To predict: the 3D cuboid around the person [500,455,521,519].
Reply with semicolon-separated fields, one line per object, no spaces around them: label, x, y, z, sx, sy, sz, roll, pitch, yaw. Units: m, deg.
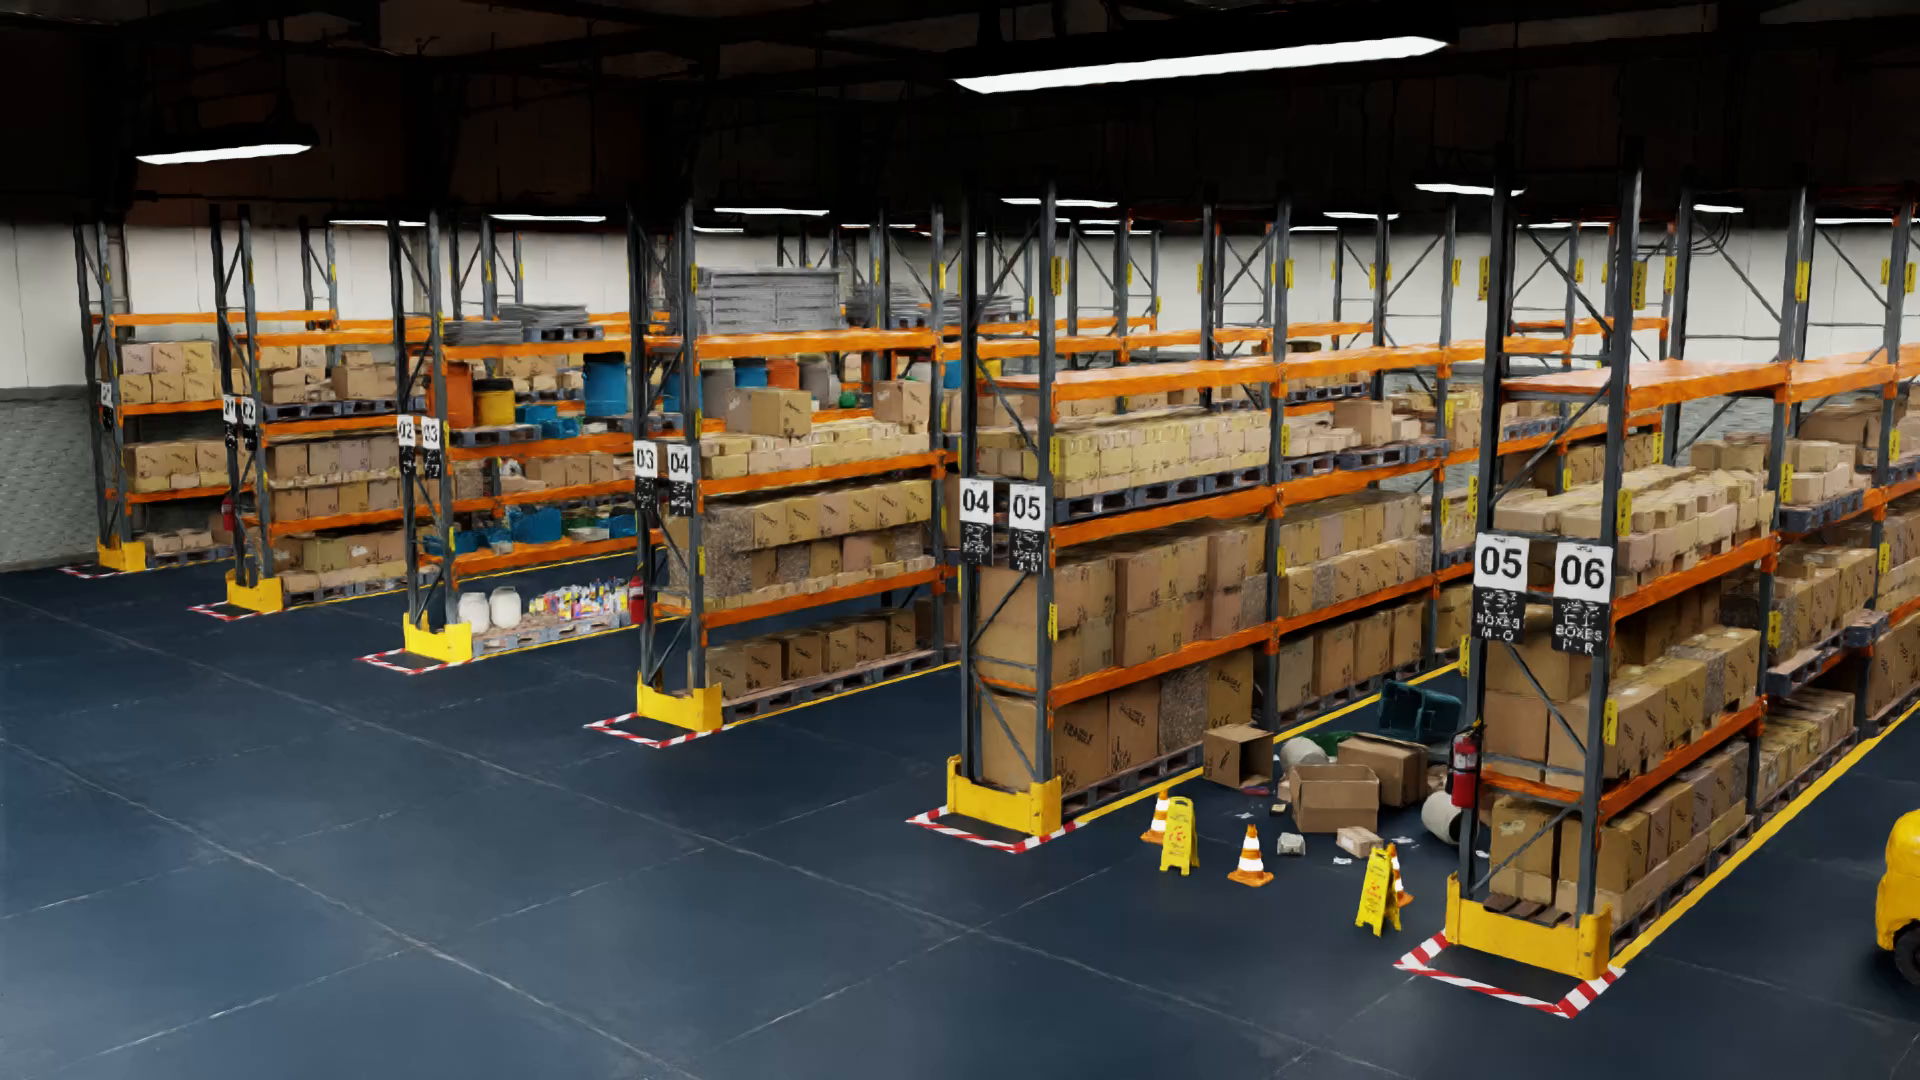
person;-8.640;-0.956;31.705;0.528;1.727;1.030;6;11;33
